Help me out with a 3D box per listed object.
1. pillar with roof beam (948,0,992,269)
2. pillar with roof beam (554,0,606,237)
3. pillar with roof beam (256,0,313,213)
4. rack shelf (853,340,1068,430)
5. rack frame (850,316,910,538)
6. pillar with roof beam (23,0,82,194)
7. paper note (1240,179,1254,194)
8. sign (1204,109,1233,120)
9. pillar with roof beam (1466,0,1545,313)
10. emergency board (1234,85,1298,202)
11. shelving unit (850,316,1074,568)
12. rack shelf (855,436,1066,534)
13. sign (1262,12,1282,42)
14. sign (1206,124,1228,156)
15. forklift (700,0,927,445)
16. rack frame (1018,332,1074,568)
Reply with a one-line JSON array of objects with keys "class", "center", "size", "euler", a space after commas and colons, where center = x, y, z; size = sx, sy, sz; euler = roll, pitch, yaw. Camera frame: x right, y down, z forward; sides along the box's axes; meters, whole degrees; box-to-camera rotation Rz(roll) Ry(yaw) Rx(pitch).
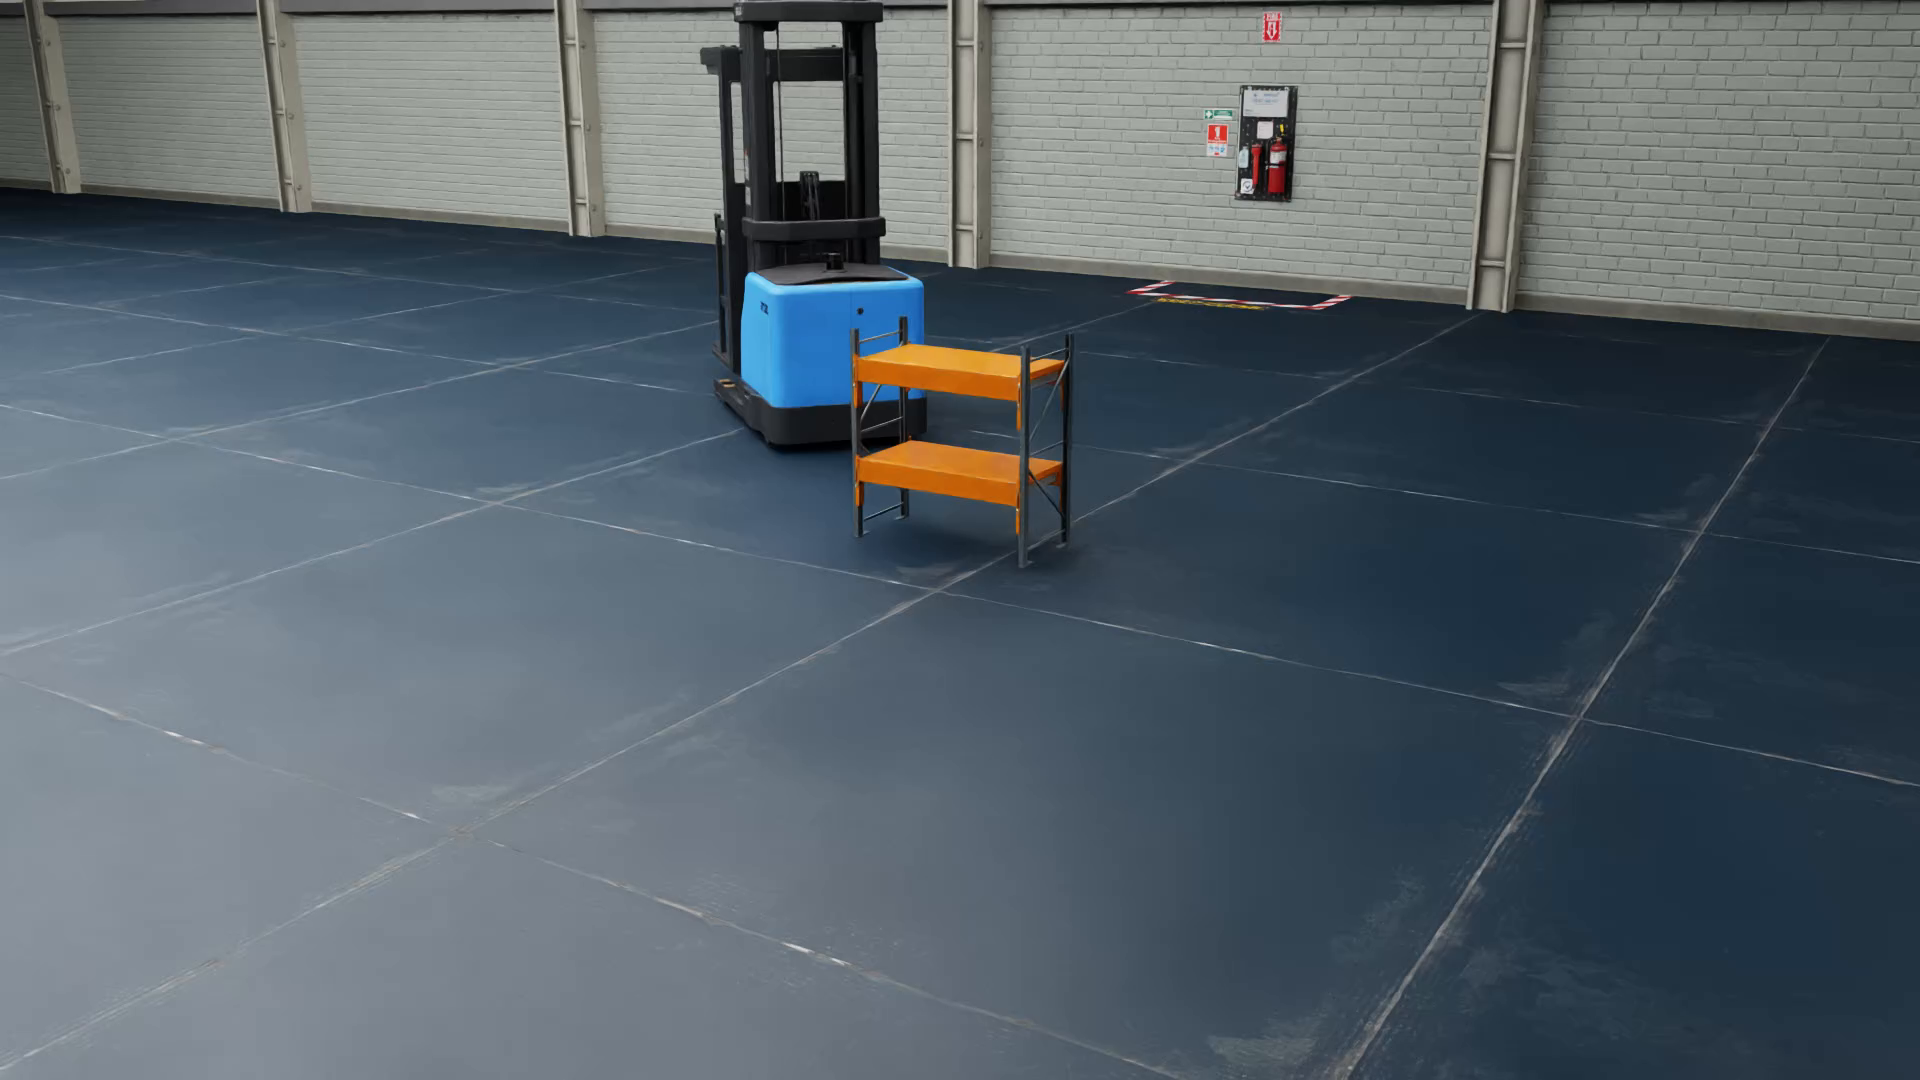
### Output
[{"class": "pillar with roof beam", "center": [-2.145, -6.427, 14.558], "size": [0.400, 9.000, 9.100], "euler": [10, 20, 30]}, {"class": "pillar with roof beam", "center": [-7.258, -7.340, 17.563], "size": [0.400, 9.000, 9.100], "euler": [10, 20, 30]}, {"class": "pillar with roof beam", "center": [-12.370, -8.253, 20.567], "size": [0.400, 9.000, 9.100], "euler": [10, 20, 30]}, {"class": "rack shelf", "center": [0.006, -0.817, 8.629], "size": [1.000, 0.278, 0.538], "euler": [10, 20, 30]}, {"class": "rack frame", "center": [-0.427, -0.615, 8.969], "size": [0.032, 1.125, 0.500], "euler": [10, 20, 30]}, {"class": "pillar with roof beam", "center": [-17.483, -9.165, 23.572], "size": [0.400, 9.000, 9.100], "euler": [10, 20, 30]}, {"class": "paper note", "center": [3.020, -3.718, 17.477], "size": [0.142, 0.148, 0.016], "euler": [10, 20, 30]}, {"class": "sign", "center": [2.717, -4.473, 17.473], "size": [0.331, 0.109, 0.001], "euler": [10, 20, 30]}, {"class": "pillar with roof beam", "center": [2.968, -5.515, 11.554], "size": [0.400, 9.000, 9.100], "euler": [10, 20, 30]}, {"class": "emergency board", "center": [3.135, -4.096, 17.204], "size": [0.643, 1.169, 0.194], "euler": [10, 20, 30]}, {"class": "shelving unit", "center": [0.006, -0.537, 8.714], "size": [1.048, 1.125, 0.538], "euler": [10, 20, 30]}, {"class": "rack shelf", "center": [0.006, -0.303, 8.785], "size": [1.000, 0.278, 0.538], "euler": [10, 20, 30]}, {"class": "sign", "center": [3.180, -5.231, 16.953], "size": [0.199, 0.298, 0.001], "euler": [10, 20, 30]}, {"class": "sign", "center": [2.718, -4.223, 17.560], "size": [0.234, 0.329, 0.001], "euler": [10, 20, 30]}, {"class": "forklift", "center": [-1.174, -2.401, 11.742], "size": [1.130, 2.935, 3.031], "euler": [-6, 18, -18]}, {"class": "rack frame", "center": [0.439, -0.460, 8.460], "size": [0.032, 1.125, 0.500], "euler": [10, 20, 30]}]
